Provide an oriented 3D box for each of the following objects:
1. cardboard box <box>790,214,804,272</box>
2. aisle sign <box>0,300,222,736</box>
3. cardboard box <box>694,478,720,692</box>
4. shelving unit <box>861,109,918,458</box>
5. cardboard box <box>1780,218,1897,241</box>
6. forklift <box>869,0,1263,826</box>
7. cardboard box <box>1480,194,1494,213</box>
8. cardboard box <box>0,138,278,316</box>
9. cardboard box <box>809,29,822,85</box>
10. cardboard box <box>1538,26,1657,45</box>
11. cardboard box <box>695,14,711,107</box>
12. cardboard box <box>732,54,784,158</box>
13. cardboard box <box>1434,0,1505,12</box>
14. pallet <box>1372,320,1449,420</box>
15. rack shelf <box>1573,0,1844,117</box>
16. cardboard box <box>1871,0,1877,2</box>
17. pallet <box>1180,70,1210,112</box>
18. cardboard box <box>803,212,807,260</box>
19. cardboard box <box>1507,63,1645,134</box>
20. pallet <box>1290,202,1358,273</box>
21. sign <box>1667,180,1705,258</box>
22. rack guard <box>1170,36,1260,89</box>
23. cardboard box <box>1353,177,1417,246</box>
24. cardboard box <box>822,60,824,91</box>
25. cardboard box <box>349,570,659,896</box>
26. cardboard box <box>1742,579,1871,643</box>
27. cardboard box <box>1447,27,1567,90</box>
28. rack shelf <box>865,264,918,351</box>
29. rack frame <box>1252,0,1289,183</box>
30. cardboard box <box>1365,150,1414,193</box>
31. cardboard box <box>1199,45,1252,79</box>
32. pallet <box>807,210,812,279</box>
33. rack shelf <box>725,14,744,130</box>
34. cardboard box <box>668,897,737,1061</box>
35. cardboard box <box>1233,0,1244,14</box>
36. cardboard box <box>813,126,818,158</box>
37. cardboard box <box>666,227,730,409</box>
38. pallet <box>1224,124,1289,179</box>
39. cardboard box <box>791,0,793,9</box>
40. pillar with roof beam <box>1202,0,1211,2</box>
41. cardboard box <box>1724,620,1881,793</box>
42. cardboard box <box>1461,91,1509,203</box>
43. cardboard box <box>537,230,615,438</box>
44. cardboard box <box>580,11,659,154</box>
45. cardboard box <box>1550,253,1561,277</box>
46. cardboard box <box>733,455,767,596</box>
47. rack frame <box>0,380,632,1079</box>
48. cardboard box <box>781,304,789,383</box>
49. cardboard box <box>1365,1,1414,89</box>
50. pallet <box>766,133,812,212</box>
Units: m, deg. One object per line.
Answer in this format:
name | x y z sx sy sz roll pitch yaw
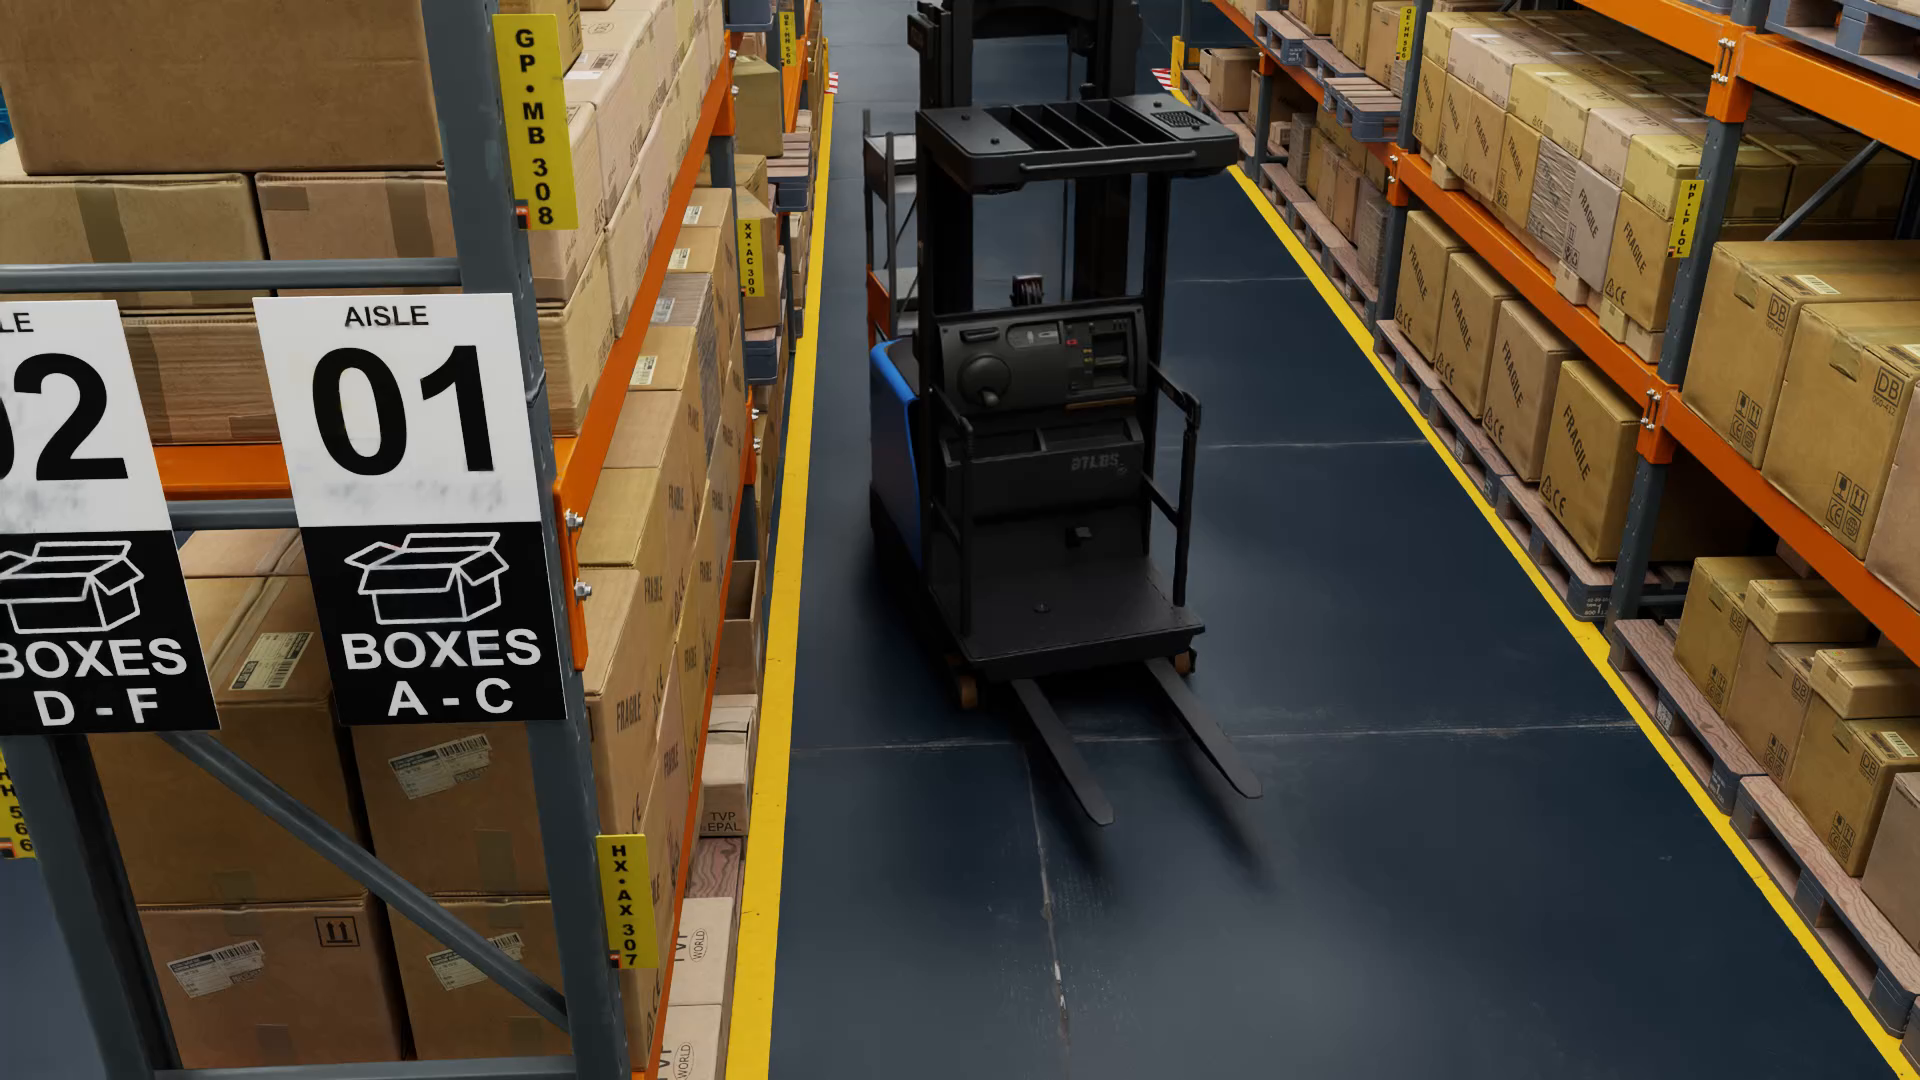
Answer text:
cardboard box | -1.340 -2.058 11.366 0.500 0.311 0.500 0 28 -1
aisle sign | -1.490 -0.013 2.720 0.394 0.787 0.004 -1 28 -3
cardboard box | -1.028 0.144 5.122 0.500 0.500 0.500 -1 28 -2
shelving unit | -0.228 -1.151 8.686 0.431 2.100 0.503 -8 28 -14
cardboard box | 3.778 -1.271 7.493 0.500 0.500 0.500 -2 28 -4
forklift | 0.426 -0.750 7.019 1.130 2.935 3.031 -8 28 -14
cardboard box | 3.219 -1.981 9.554 0.380 0.149 0.250 -1 28 -2
cardboard box | -1.469 -0.616 3.064 0.500 0.250 0.500 -1 28 -3
cardboard box | -1.607 -4.655 16.140 0.500 0.500 0.500 -1 28 -3
cardboard box | 3.647 -2.790 9.594 0.500 0.250 0.500 -2 28 -4
cardboard box | -1.090 -1.561 5.417 0.500 0.250 0.500 -1 28 -3
cardboard box | -1.460 -2.536 9.807 0.700 0.500 0.500 -11 29 -20
cardboard box | 3.293 -3.401 10.741 0.380 0.149 0.250 -5 28 -9
pallet | 3.307 -1.113 10.655 1.003 0.211 1.213 -1 28 -3
rack shelf | 3.446 -2.803 8.414 1.077 0.370 4.000 -1 28 -3
cardboard box | 3.323 -2.036 5.767 0.500 0.250 0.500 -1 28 -3
pallet | 2.934 -4.762 17.652 1.003 0.211 1.213 -1 28 -3
cardboard box | -1.400 -2.282 12.401 0.500 0.250 0.500 -2 28 -4
cardboard box | 3.199 -2.302 8.658 0.500 0.250 0.500 -2 28 -4
pallet | 3.241 -2.402 13.127 1.003 0.211 1.213 -1 28 -3
sign | 3.009 -1.329 6.887 0.100 0.325 0.005 -1 28 -3
rack guard | 2.927 -5.266 18.306 1.175 0.500 0.348 -1 28 -3
cardboard box | 3.341 -2.374 12.285 0.700 0.500 0.500 -1 28 -3
cardboard box | -1.662 -4.784 17.198 0.500 0.250 0.500 -1 28 -3
cardboard box | -0.948 0.402 3.547 0.500 0.500 0.500 -1 28 -1
cardboard box | 3.322 0.277 6.523 0.380 0.149 0.250 0 28 -1
cardboard box | 3.136 -2.769 9.552 0.500 0.250 0.500 -2 28 -3
rack shelf | -0.228 -1.139 8.692 0.431 0.518 0.480 -8 28 -14
rack frame | 3.132 -4.562 14.254 1.000 3.000 0.127 -1 28 -3
cardboard box | 3.284 -2.730 12.158 0.500 0.250 0.500 -1 28 -2
cardboard box | 2.870 -5.091 17.699 0.500 0.311 0.500 -4 28 -8
pallet | -1.670 -2.301 12.933 1.003 0.211 1.213 -1 28 -3
rack shelf | -1.501 -2.681 8.181 1.077 0.370 4.000 -1 28 -3
cardboard box | -0.985 1.405 5.310 0.500 0.250 0.500 -1 28 -3
cardboard box | 2.787 -4.946 15.131 0.500 0.250 0.500 -1 28 -2
cardboard box | -1.536 -3.630 14.985 0.500 0.250 0.500 -1 28 -3
cardboard box | -1.082 -0.770 5.794 0.500 0.500 0.500 -2 28 -4
pallet | 3.062 -3.635 15.492 1.003 0.211 1.213 -1 28 -3
cardboard box | -1.900 -5.165 15.302 0.700 0.500 0.500 -1 28 -2
pillar with roof beam | -0.789 -11.434 20.942 9.100 9.000 0.400 -1 28 -3
cardboard box | 3.510 0.634 6.539 0.700 0.500 0.500 -2 28 -3
cardboard box | 3.154 -2.198 9.270 0.500 0.500 0.500 -2 28 -3
cardboard box | -0.961 -0.406 3.204 0.500 0.250 0.500 -1 28 -3
cardboard box | -1.006 -1.090 3.974 0.500 0.250 0.500 -1 28 -3
cardboard box | 3.225 -1.386 8.415 0.380 0.149 0.250 -1 28 -3
cardboard box | -1.179 -0.063 7.854 0.500 0.500 0.500 -3 28 -5
rack frame | -1.188 1.101 3.396 1.000 3.000 0.127 -1 28 -3
cardboard box | -1.322 -1.254 10.139 0.500 0.500 0.500 0 28 -1
cardboard box | 3.250 -3.429 11.497 0.700 0.500 0.500 -4 28 -7
pallet | -1.500 -2.197 9.927 1.213 0.211 1.003 -1 28 -3
